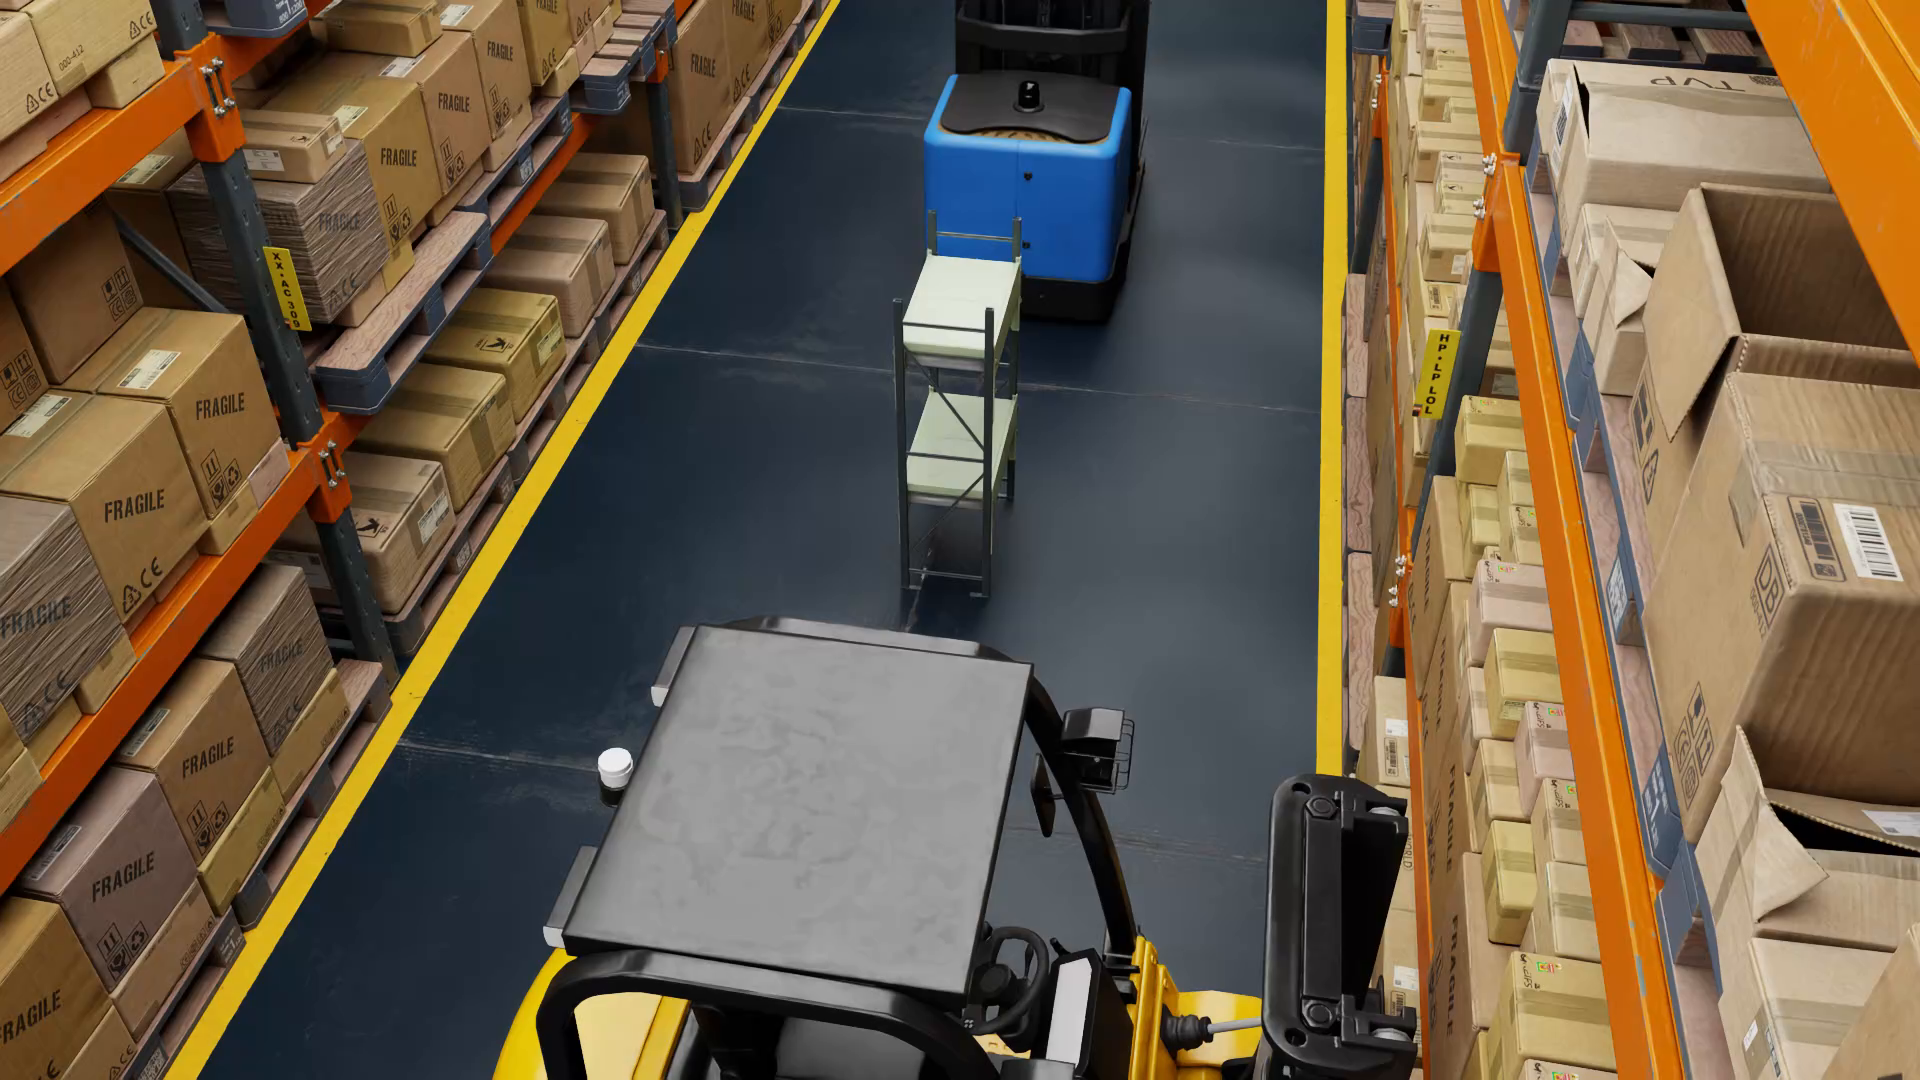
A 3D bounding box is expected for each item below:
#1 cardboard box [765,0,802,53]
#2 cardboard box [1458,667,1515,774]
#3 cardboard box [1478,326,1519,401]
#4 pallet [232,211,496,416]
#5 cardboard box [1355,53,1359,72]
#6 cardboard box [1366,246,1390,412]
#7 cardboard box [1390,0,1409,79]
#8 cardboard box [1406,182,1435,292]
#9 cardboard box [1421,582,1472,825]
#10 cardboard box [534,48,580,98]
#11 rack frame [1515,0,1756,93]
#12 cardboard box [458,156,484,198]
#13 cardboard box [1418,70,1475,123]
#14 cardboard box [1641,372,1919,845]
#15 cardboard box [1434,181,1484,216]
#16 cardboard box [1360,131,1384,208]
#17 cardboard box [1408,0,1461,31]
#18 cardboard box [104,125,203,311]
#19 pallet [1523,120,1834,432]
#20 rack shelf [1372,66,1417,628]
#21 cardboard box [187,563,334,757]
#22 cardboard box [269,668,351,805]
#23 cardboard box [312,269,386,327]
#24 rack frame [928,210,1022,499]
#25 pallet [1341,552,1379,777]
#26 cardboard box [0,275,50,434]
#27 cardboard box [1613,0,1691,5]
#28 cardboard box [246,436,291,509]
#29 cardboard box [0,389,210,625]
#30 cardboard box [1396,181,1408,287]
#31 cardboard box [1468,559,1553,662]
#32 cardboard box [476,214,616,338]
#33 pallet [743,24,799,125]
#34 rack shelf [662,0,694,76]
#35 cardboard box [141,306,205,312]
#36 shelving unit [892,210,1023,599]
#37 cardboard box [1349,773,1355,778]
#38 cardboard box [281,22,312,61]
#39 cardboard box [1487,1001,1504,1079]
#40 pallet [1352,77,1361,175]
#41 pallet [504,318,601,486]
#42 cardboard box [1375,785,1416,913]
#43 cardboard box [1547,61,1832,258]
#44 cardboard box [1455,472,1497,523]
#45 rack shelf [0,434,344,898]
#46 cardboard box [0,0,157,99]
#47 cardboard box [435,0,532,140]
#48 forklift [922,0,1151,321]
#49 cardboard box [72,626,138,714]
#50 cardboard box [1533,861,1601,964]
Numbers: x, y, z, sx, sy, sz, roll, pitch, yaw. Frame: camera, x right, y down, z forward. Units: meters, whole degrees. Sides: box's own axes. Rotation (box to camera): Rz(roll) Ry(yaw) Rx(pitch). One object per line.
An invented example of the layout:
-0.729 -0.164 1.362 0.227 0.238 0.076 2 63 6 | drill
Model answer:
-1.663 -3.987 11.557 0.875 0.875 0.875 7 40 9 | cardboard box
1.482 0.478 4.230 0.380 0.149 0.250 6 40 7 | cardboard box
1.860 -0.572 5.500 0.380 0.149 0.250 8 40 9 | cardboard box
-2.595 -0.979 6.731 1.003 0.211 1.213 6 40 8 | pallet
2.925 -3.337 11.064 0.500 0.500 0.500 5 40 6 | cardboard box
2.485 -1.001 8.140 0.875 0.625 0.625 8 40 9 | cardboard box
2.369 -2.441 8.074 0.500 0.250 0.500 6 40 8 | cardboard box
2.029 -1.160 6.524 0.500 0.250 0.500 7 40 9 | cardboard box
1.612 0.495 4.718 0.500 0.500 0.500 7 40 8 | cardboard box
-2.063 -2.262 8.000 0.380 0.149 0.250 7 40 8 | cardboard box
2.019 -2.357 3.538 1.000 3.000 0.127 6 40 8 | rack frame
-2.307 -1.620 7.223 0.380 0.149 0.250 7 40 8 | cardboard box
2.153 -1.865 7.064 0.380 0.149 0.250 7 40 9 | cardboard box
1.439 0.134 2.393 0.700 0.500 0.500 7 40 8 | cardboard box
2.003 -1.221 6.285 0.380 0.149 0.250 5 40 7 | cardboard box
2.573 -2.042 9.498 0.500 0.500 0.500 7 40 9 | cardboard box
2.321 -2.508 7.842 0.380 0.149 0.250 7 40 9 | cardboard box
-3.016 -1.220 6.230 0.500 0.500 0.500 6 40 7 | cardboard box
1.897 -0.628 3.871 1.003 0.211 1.213 6 40 8 | pallet
2.365 -1.022 7.197 1.077 0.370 4.000 6 40 8 | rack shelf
-2.708 0.420 6.127 0.500 0.500 0.500 6 40 7 | cardboard box
-2.708 0.709 6.367 0.500 0.250 0.500 8 40 10 | cardboard box
-2.463 -0.967 6.433 0.380 0.149 0.250 7 40 8 | cardboard box
0.062 -0.804 7.545 0.400 1.500 0.023 6 40 8 | rack frame
2.108 0.564 6.903 1.003 0.211 1.213 6 40 8 | pallet
-3.270 -0.558 4.974 0.700 0.500 0.500 7 40 8 | cardboard box
1.905 -1.848 4.939 0.500 0.311 0.500 5 40 6 | cardboard box
-2.626 -0.257 5.904 0.380 0.149 0.250 6 40 7 | cardboard box
-2.784 -0.113 5.220 0.500 0.500 0.500 8 40 9 | cardboard box
2.128 -1.281 7.063 0.500 0.250 0.500 8 40 9 | cardboard box
1.535 0.205 4.327 0.380 0.149 0.250 7 40 9 | cardboard box
-2.405 -1.431 8.860 0.950 0.372 0.625 6 40 7 | cardboard box
-1.754 -3.275 11.545 1.003 0.211 1.213 6 40 8 | pallet
-1.832 -4.078 10.893 1.077 0.370 4.000 6 40 8 | rack shelf
-3.053 -1.008 6.482 0.380 0.149 0.250 7 40 8 | cardboard box
-0.001 -0.574 7.267 0.431 1.500 0.755 6 40 8 | shelving unit
1.609 1.120 5.869 0.500 0.250 0.500 7 40 8 | cardboard box
-2.882 -2.078 6.758 0.380 0.149 0.250 5 40 6 | cardboard box
1.309 1.121 3.452 0.380 0.149 0.250 7 40 8 | cardboard box
3.091 -2.708 10.860 1.003 0.211 1.213 6 40 8 | pallet
-2.528 -0.771 8.517 1.003 0.211 1.213 6 40 8 | pallet
1.528 1.057 5.161 0.500 0.250 0.500 6 40 8 | cardboard box
1.635 -0.871 3.758 0.500 0.311 0.500 7 40 9 | cardboard box
1.705 -0.162 5.004 0.380 0.149 0.250 6 40 7 | cardboard box
-3.216 0.943 4.820 1.077 0.370 4.000 6 40 8 | rack shelf
-2.682 -1.495 4.734 0.500 0.250 0.500 6 40 7 | cardboard box
-2.243 -2.114 7.311 0.500 0.500 0.500 5 40 6 | cardboard box
0.560 -3.270 9.405 1.130 2.935 3.031 7 40 8 | forklift
-2.798 0.381 5.133 0.380 0.149 0.250 6 40 7 | cardboard box
1.441 0.851 3.545 0.380 0.149 0.250 7 40 8 | cardboard box
